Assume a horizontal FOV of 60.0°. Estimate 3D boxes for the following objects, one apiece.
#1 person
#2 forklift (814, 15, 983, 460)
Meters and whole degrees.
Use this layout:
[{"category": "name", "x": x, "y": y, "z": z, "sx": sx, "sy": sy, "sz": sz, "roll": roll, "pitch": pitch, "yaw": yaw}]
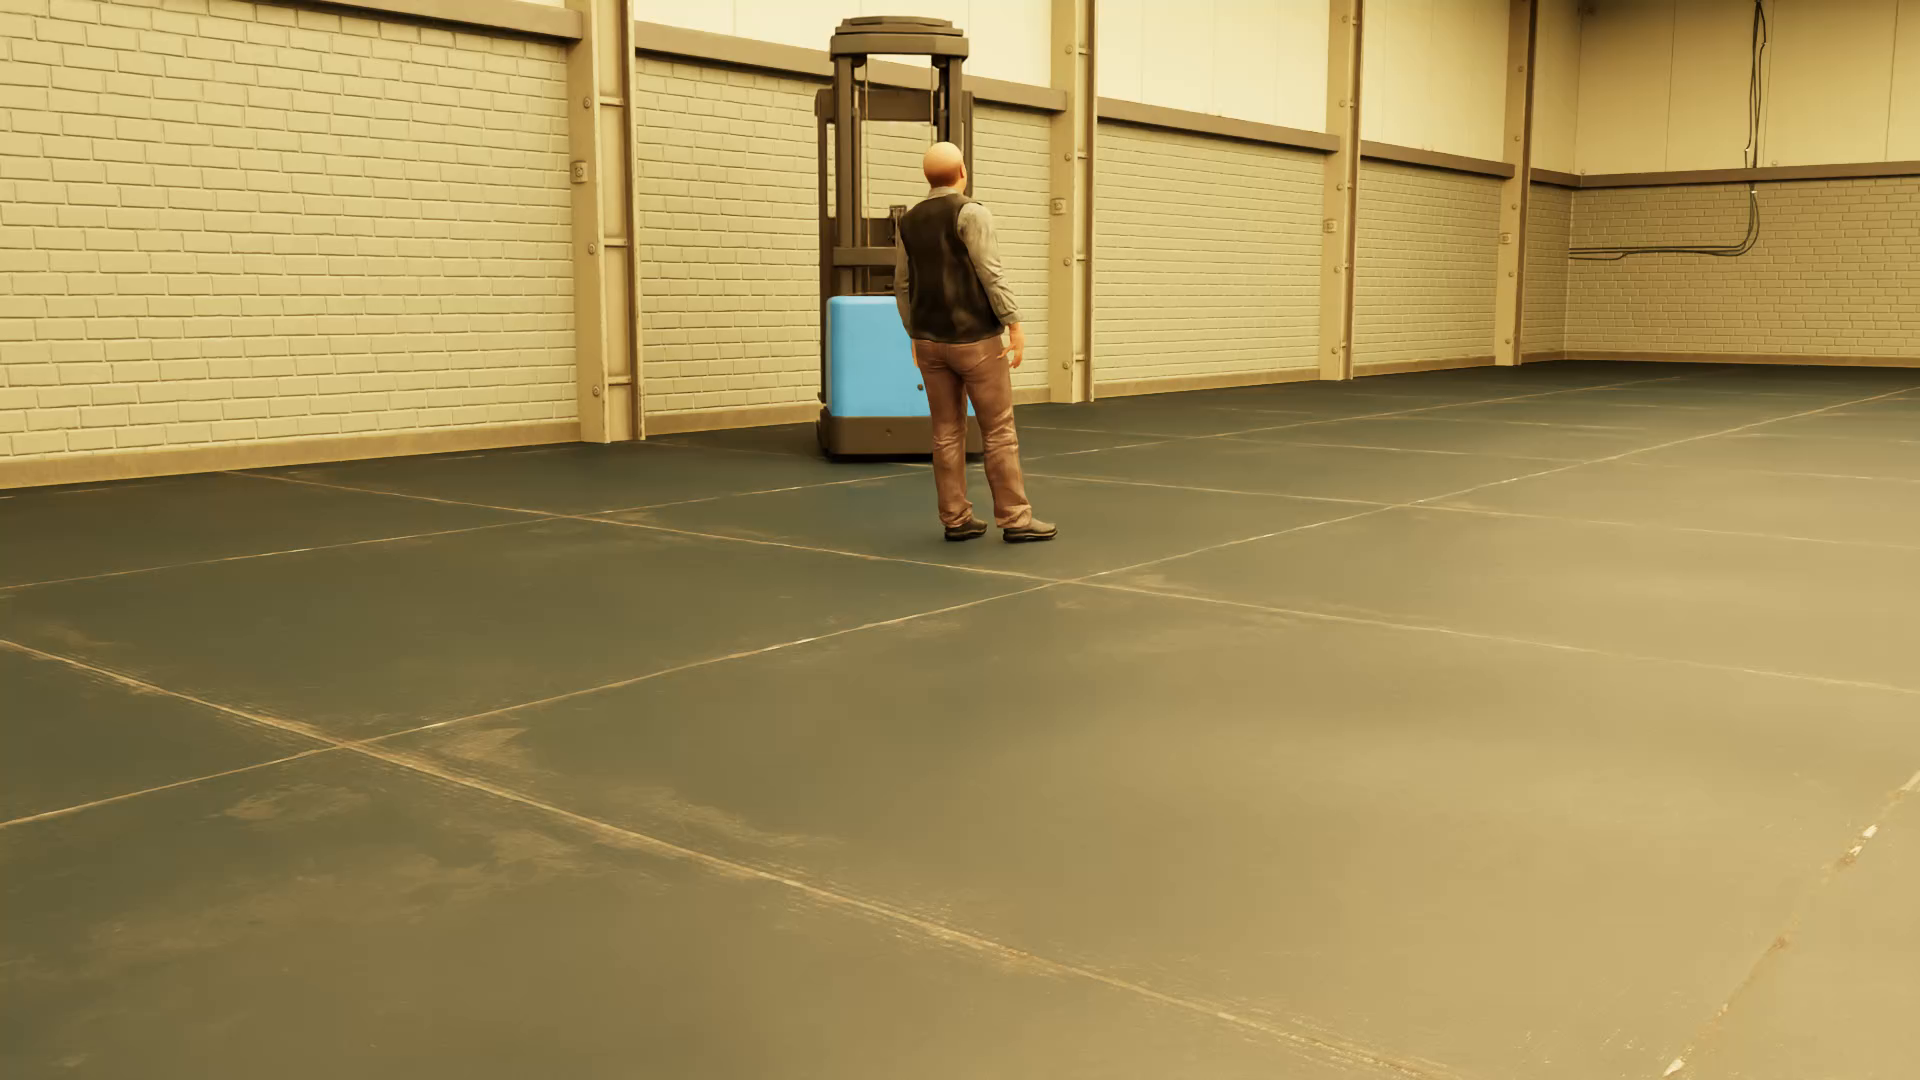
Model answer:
[{"category": "person", "x": 0.045, "y": -0.865, "z": 7.322, "sx": 0.632, "sy": 1.720, "sz": 0.568, "roll": 7, "pitch": 11, "yaw": 38}, {"category": "forklift", "x": -0.481, "y": -2.152, "z": 11.990, "sx": 1.130, "sy": 2.935, "sz": 3.031, "roll": -1, "pitch": 8, "yaw": -6}]
